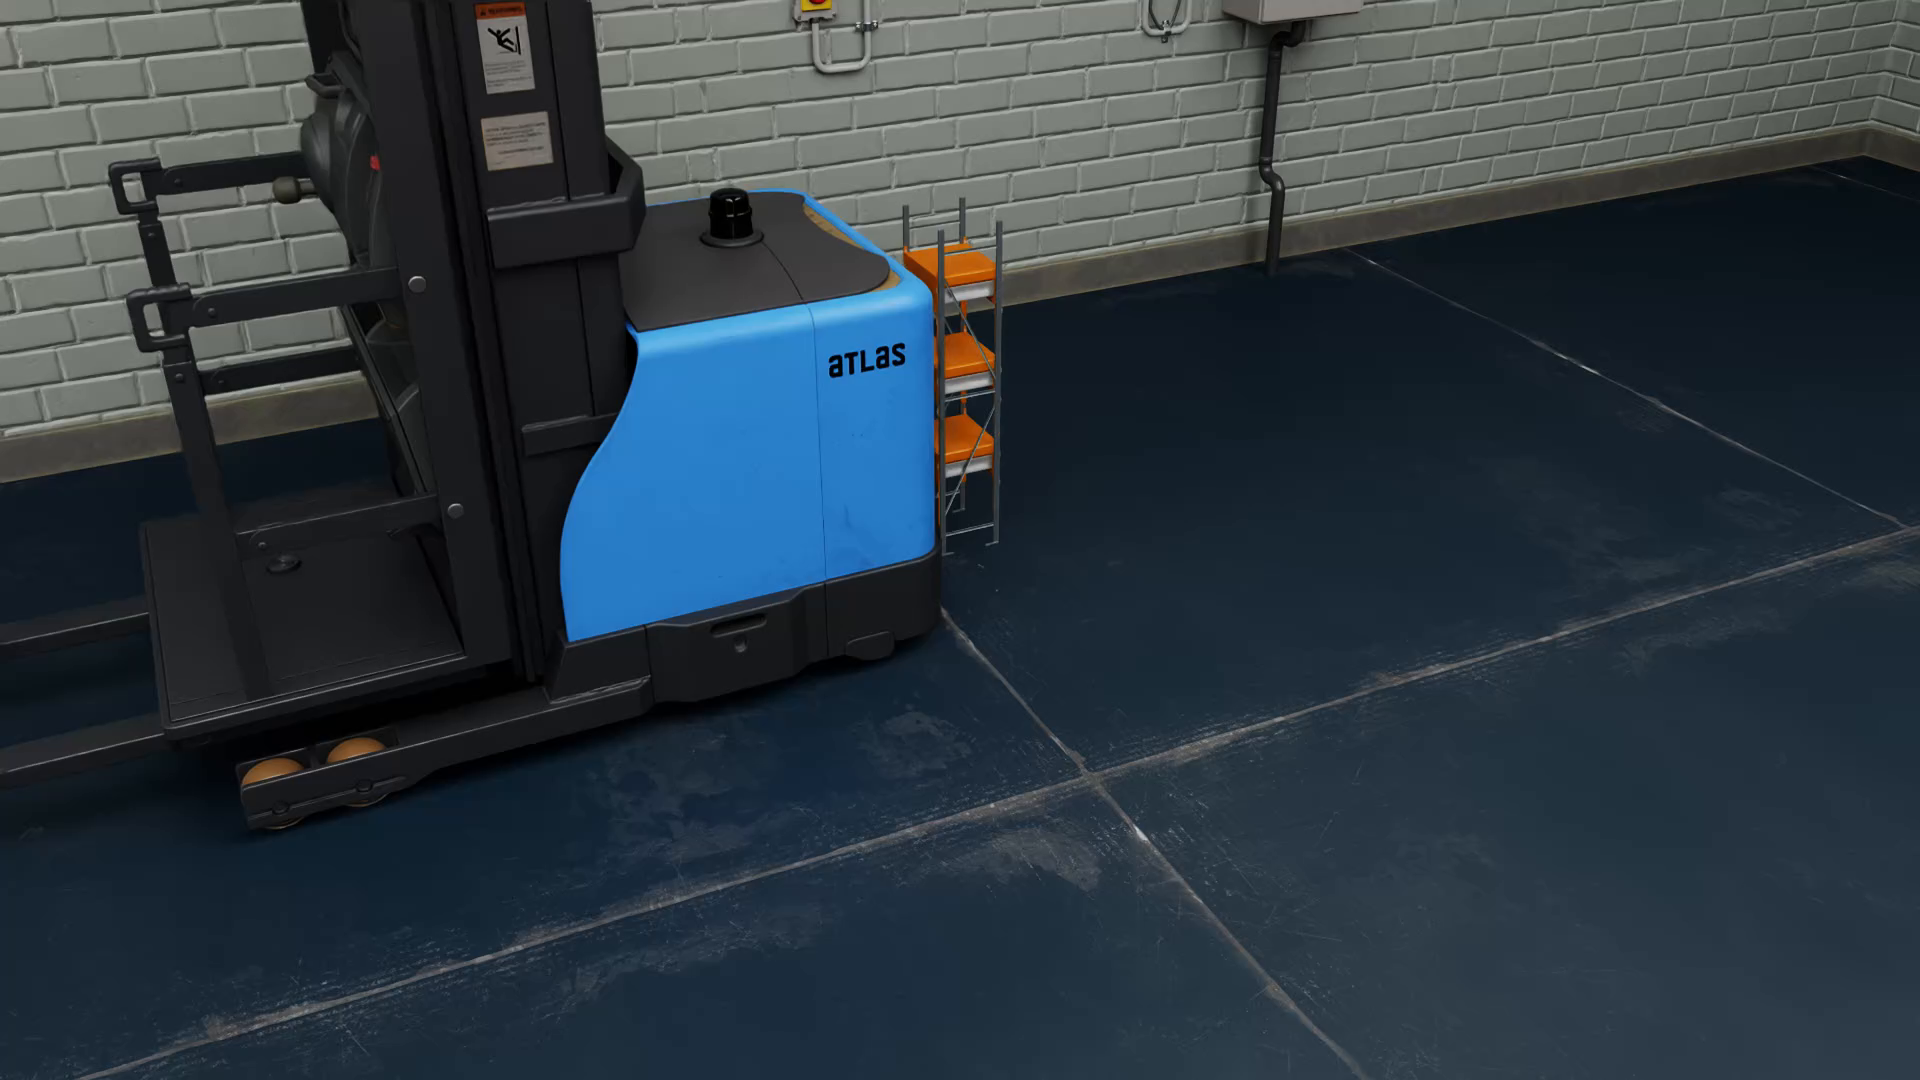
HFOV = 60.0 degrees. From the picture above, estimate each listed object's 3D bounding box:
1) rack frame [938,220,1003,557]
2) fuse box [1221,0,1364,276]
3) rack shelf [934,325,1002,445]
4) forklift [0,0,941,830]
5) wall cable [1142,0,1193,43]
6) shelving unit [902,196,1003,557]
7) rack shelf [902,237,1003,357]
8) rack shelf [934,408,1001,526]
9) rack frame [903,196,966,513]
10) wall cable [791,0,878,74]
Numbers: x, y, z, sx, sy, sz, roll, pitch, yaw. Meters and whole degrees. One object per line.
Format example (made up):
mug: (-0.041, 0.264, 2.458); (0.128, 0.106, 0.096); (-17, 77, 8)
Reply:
rack frame: (0.029, -0.428, 4.939); (0.200, 1.050, 0.008); (-13, 32, -22)
fuse box: (1.409, -1.915, 6.916); (0.539, 1.711, 0.414); (-13, 32, -22)
rack shelf: (-0.023, -0.472, 5.041); (0.215, 0.259, 0.240); (-13, 32, -22)
forklift: (-1.609, -0.877, 3.818); (3.031, 2.935, 1.130); (-13, 32, -23)
wall cable: (0.725, -2.847, 6.221); (0.588, 1.984, 0.122); (-13, 32, -22)
shelving unit: (-0.023, -0.482, 5.035); (0.215, 1.050, 0.252); (-13, 32, -22)
rack shelf: (-0.023, -0.720, 4.902); (0.215, 0.259, 0.240); (-13, 32, -22)
rack shelf: (-0.023, -0.230, 5.177); (0.215, 0.259, 0.240); (-13, 32, -22)
rack frame: (-0.075, -0.535, 5.132); (0.200, 1.050, 0.008); (-13, 32, -22)
wall cable: (-0.551, -2.558, 5.673); (0.585, 1.953, 0.123); (-13, 32, -22)
